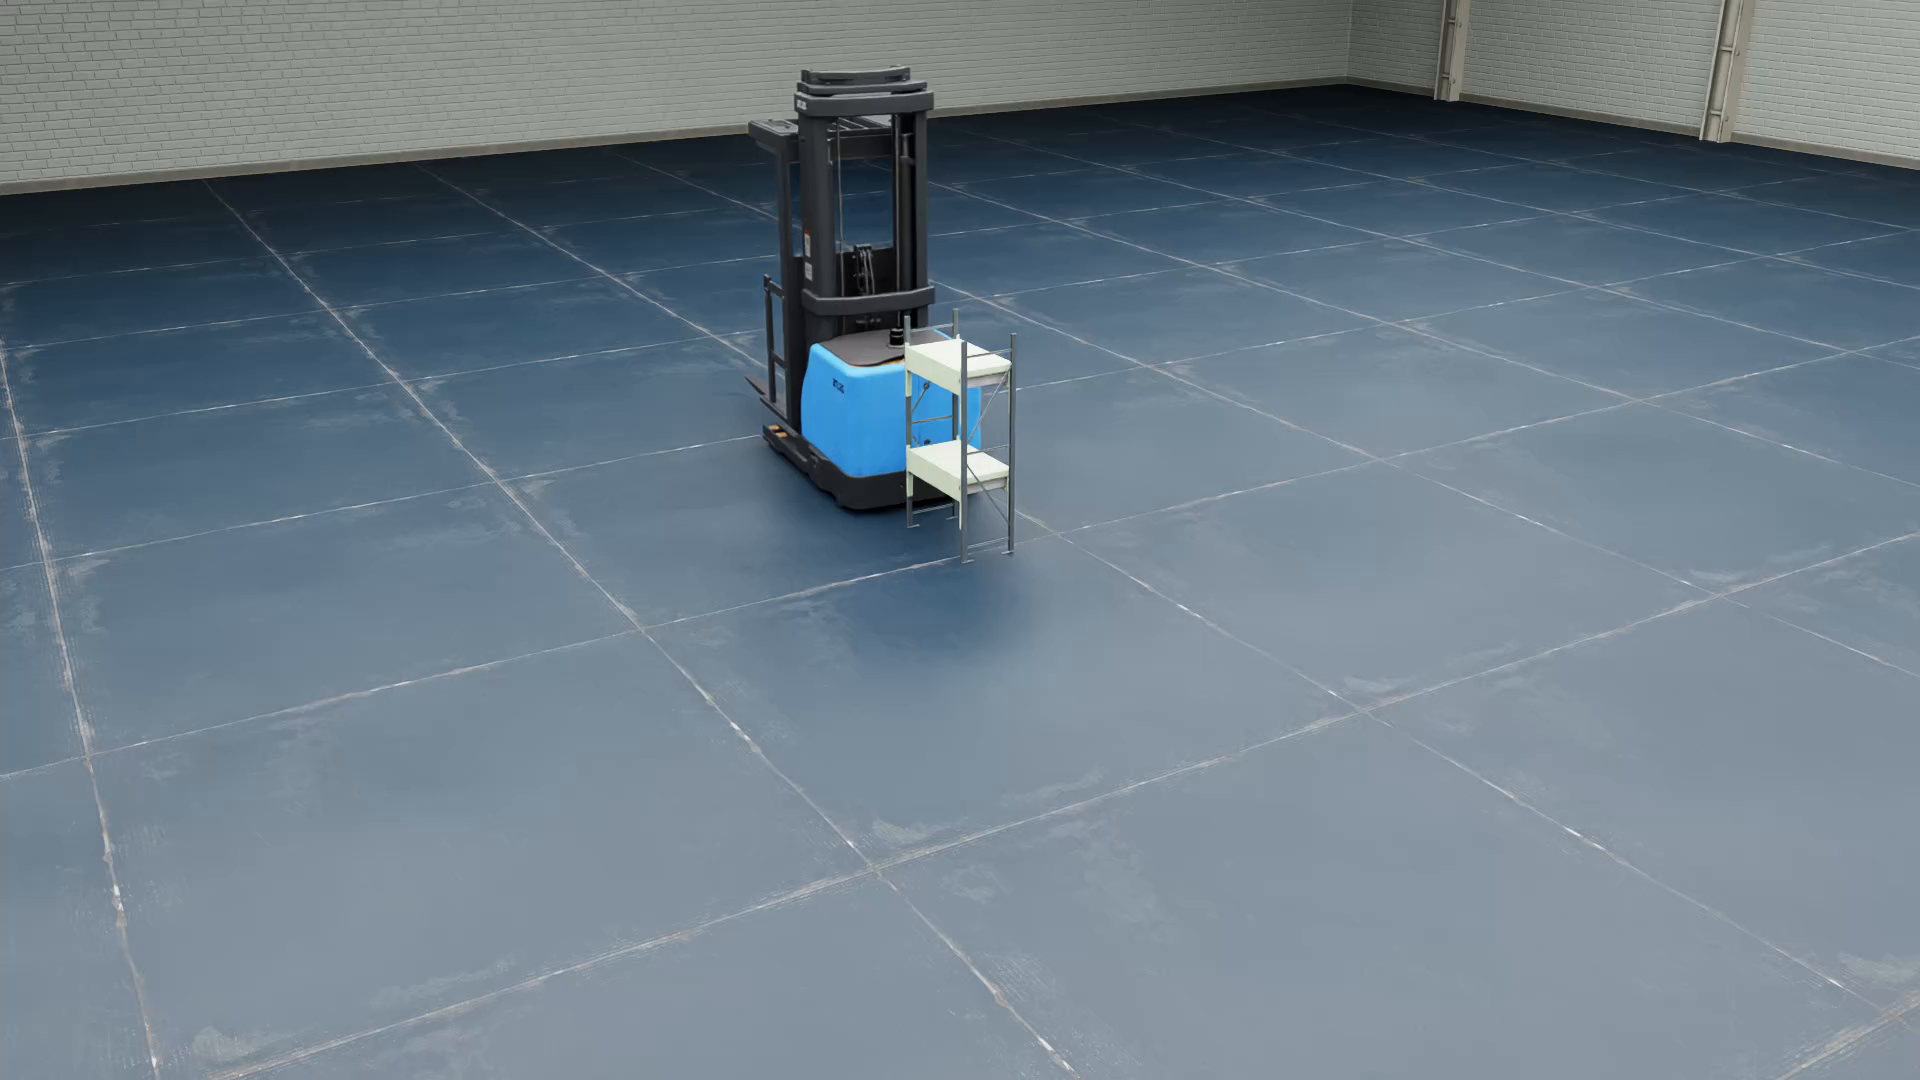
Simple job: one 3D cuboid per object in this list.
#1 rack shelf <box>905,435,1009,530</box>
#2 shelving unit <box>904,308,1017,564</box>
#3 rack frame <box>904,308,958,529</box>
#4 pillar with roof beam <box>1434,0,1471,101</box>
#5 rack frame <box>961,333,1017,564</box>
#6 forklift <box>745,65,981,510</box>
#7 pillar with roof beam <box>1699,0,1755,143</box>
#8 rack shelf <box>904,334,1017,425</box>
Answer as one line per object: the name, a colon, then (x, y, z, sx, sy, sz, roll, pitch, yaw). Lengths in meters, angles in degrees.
rack shelf: (-0.003, -0.395, 11.157, 0.431, 0.370, 0.720, -13, 25, -28)
shelving unit: (-0.003, -0.697, 11.034, 0.431, 1.500, 0.755, -13, 25, -28)
rack frame: (-0.190, -0.815, 11.326, 0.400, 1.500, 0.023, -13, 25, -28)
pillar with roof beam: (5.791, -11.927, 28.705, 9.100, 9.000, 0.400, -13, 25, -28)
rack frame: (0.184, -0.578, 10.743, 0.400, 1.500, 0.023, -13, 25, -28)
forklift: (-0.903, -2.091, 12.564, 1.130, 2.935, 3.031, -10, 24, -22)
pillar with roof beam: (8.856, -9.985, 23.927, 9.100, 9.000, 0.400, -13, 25, -28)
rack shelf: (-0.003, -1.058, 10.887, 0.431, 0.370, 0.720, -13, 25, -28)
